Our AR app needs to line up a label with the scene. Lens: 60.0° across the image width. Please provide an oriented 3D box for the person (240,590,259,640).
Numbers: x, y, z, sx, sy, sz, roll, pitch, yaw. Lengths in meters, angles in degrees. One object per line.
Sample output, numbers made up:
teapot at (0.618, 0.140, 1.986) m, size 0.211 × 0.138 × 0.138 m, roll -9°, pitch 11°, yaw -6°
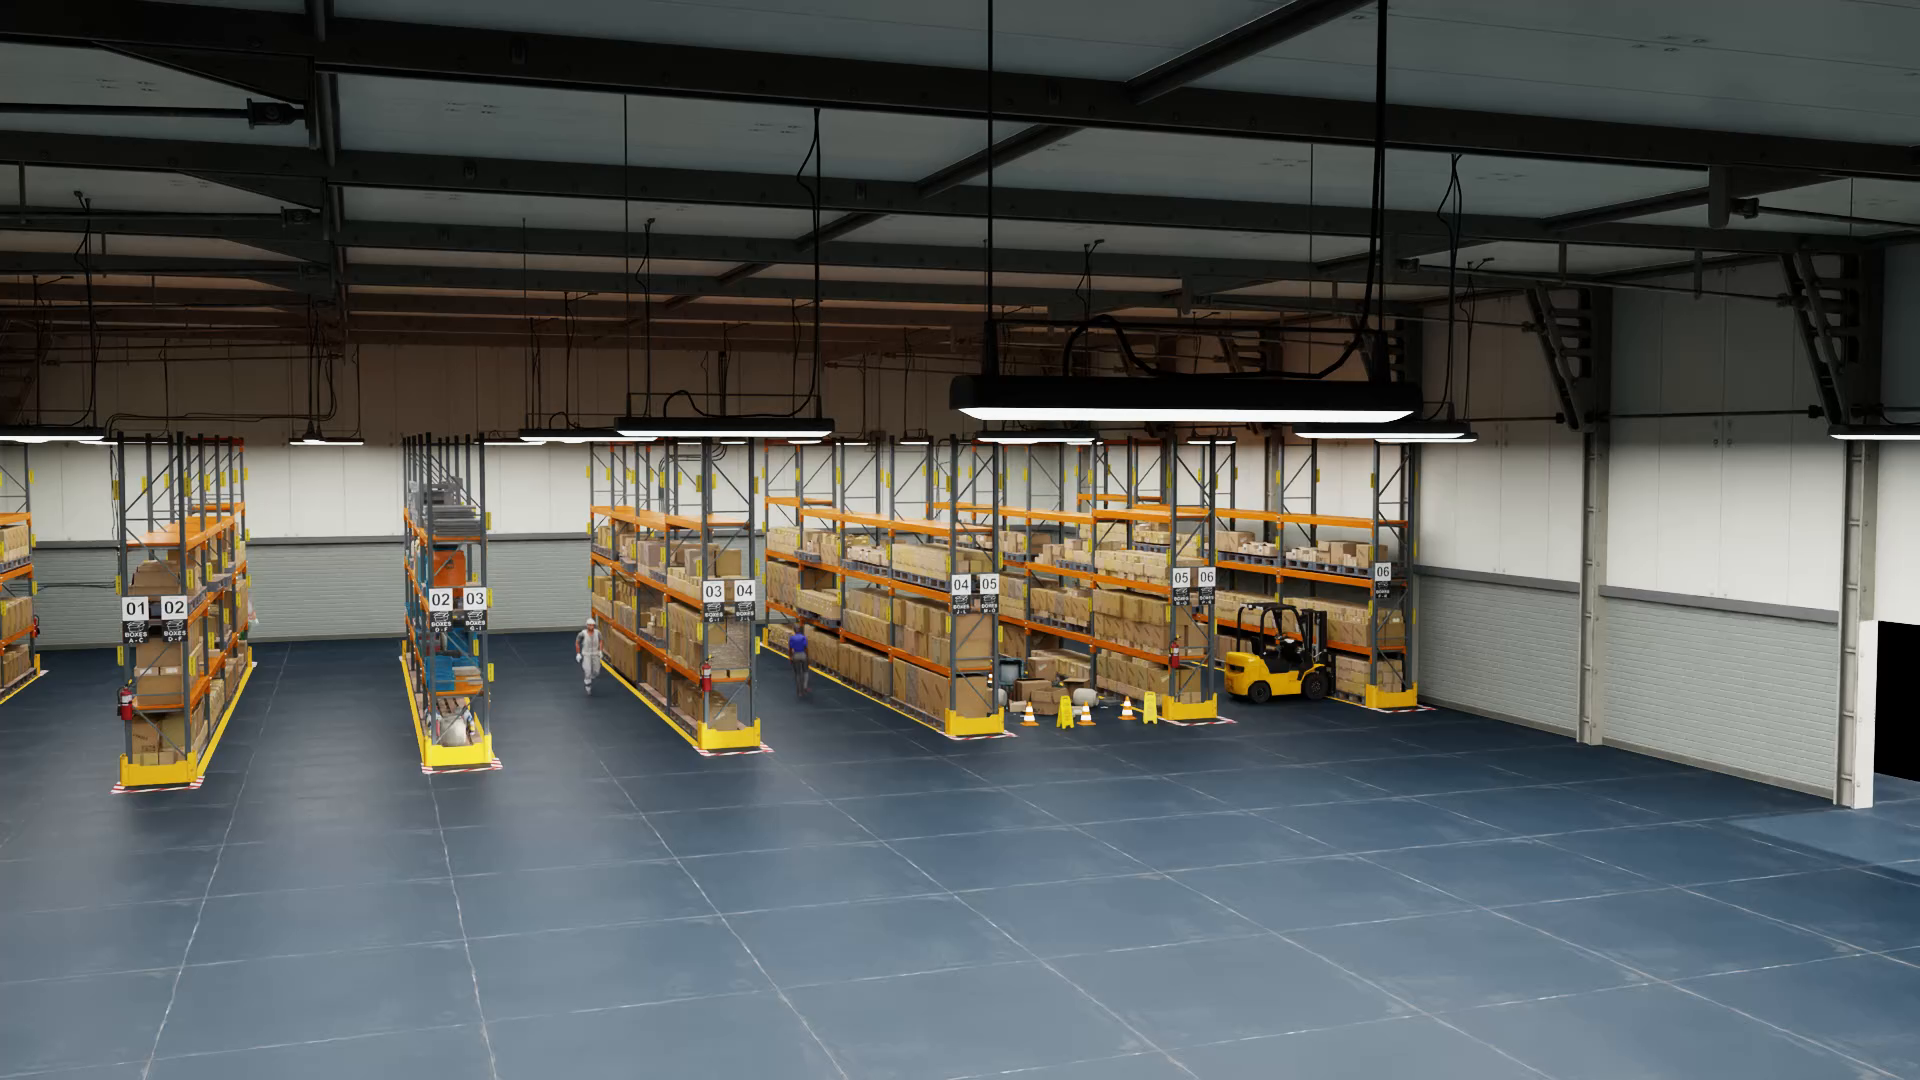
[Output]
person at (-19.830, 2.290, 46.154) m, size 0.882 × 1.800 × 0.620 m, roll 3°, pitch 4°, yaw 39°

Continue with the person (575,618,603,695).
person at (-8.679, 2.696, 38.835) m, size 0.628 × 1.767 × 0.689 m, roll -2°, pitch 4°, yaw -32°

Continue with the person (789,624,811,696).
person at (-3.690, 2.767, 38.362) m, size 0.509 × 1.646 × 0.457 m, roll -1°, pitch 3°, yaw -11°
